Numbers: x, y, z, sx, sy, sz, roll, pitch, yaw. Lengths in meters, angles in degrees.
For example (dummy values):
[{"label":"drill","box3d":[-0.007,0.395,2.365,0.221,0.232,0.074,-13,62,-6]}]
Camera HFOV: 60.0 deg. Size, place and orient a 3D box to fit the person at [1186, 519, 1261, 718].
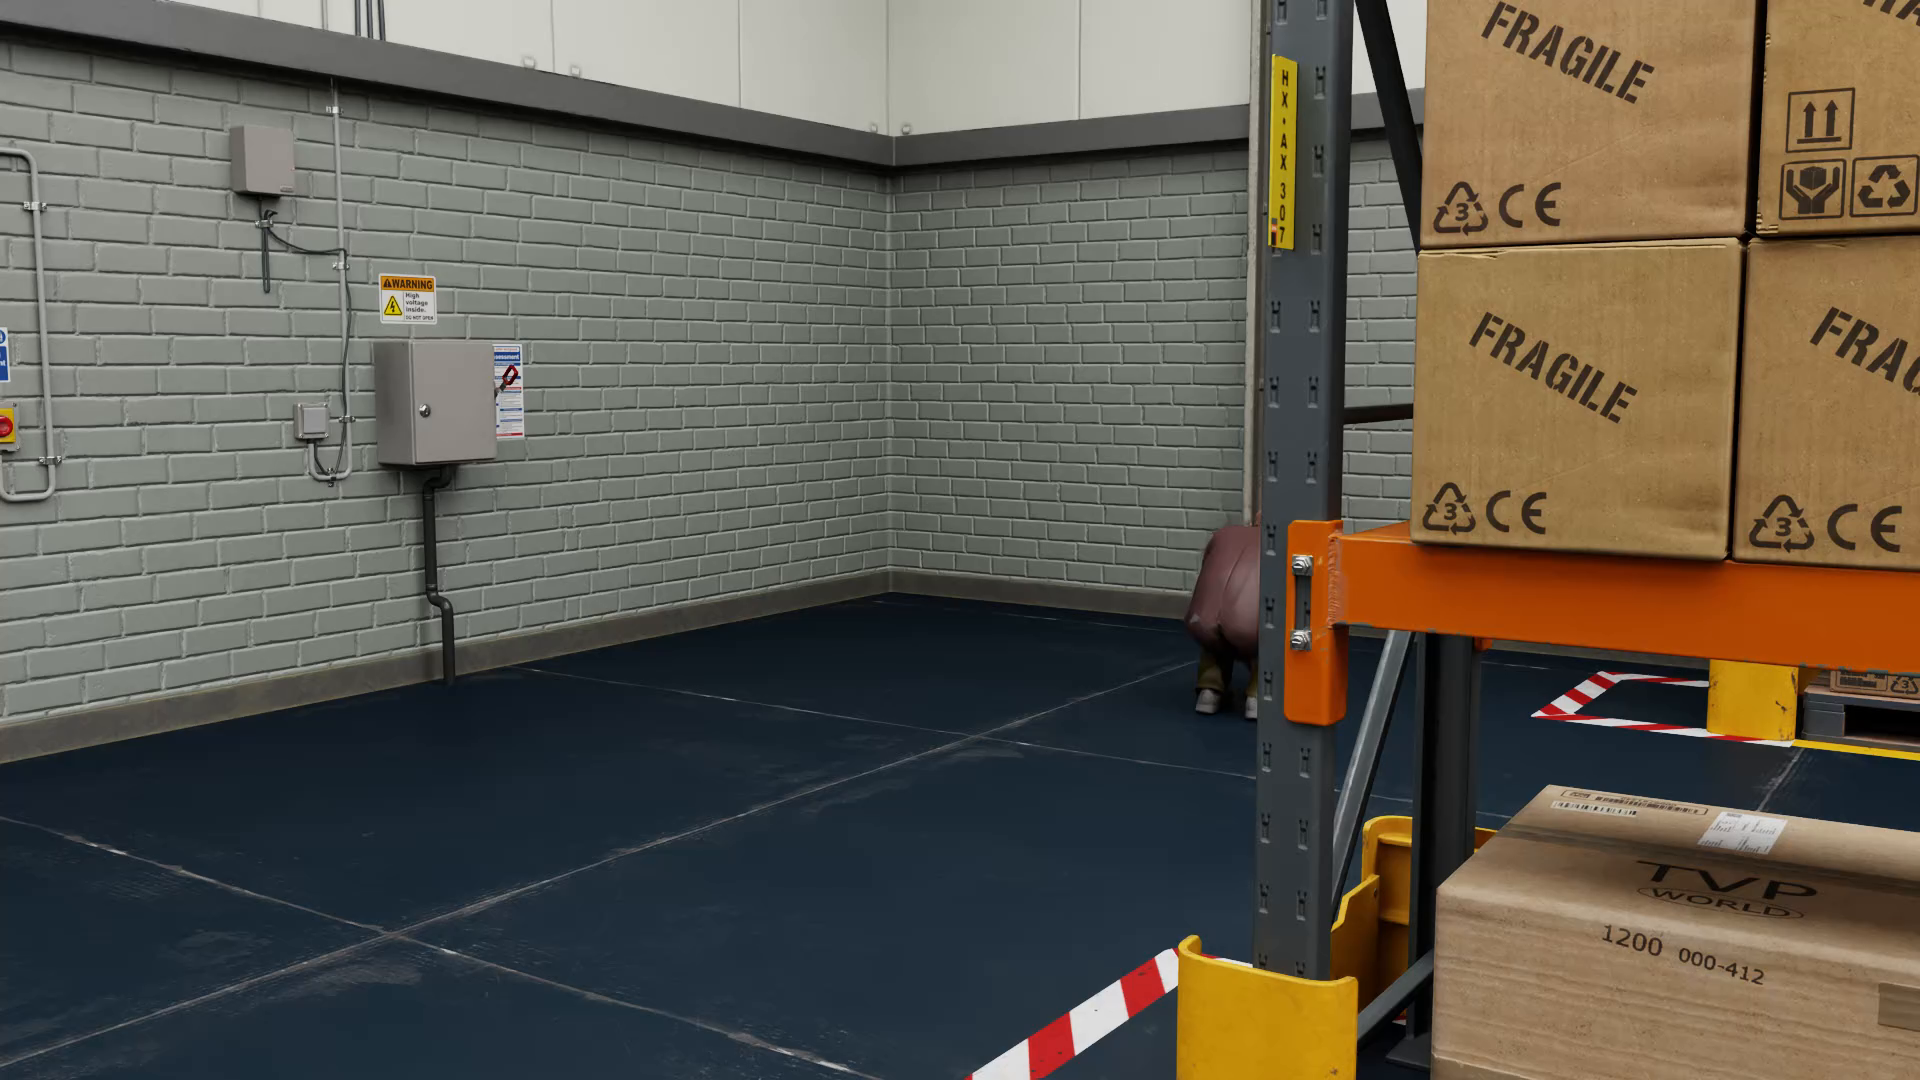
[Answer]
[{"label":"person","box3d":[1.380,0.348,7.768,0.600,0.874,0.903,4,7,34]}]
